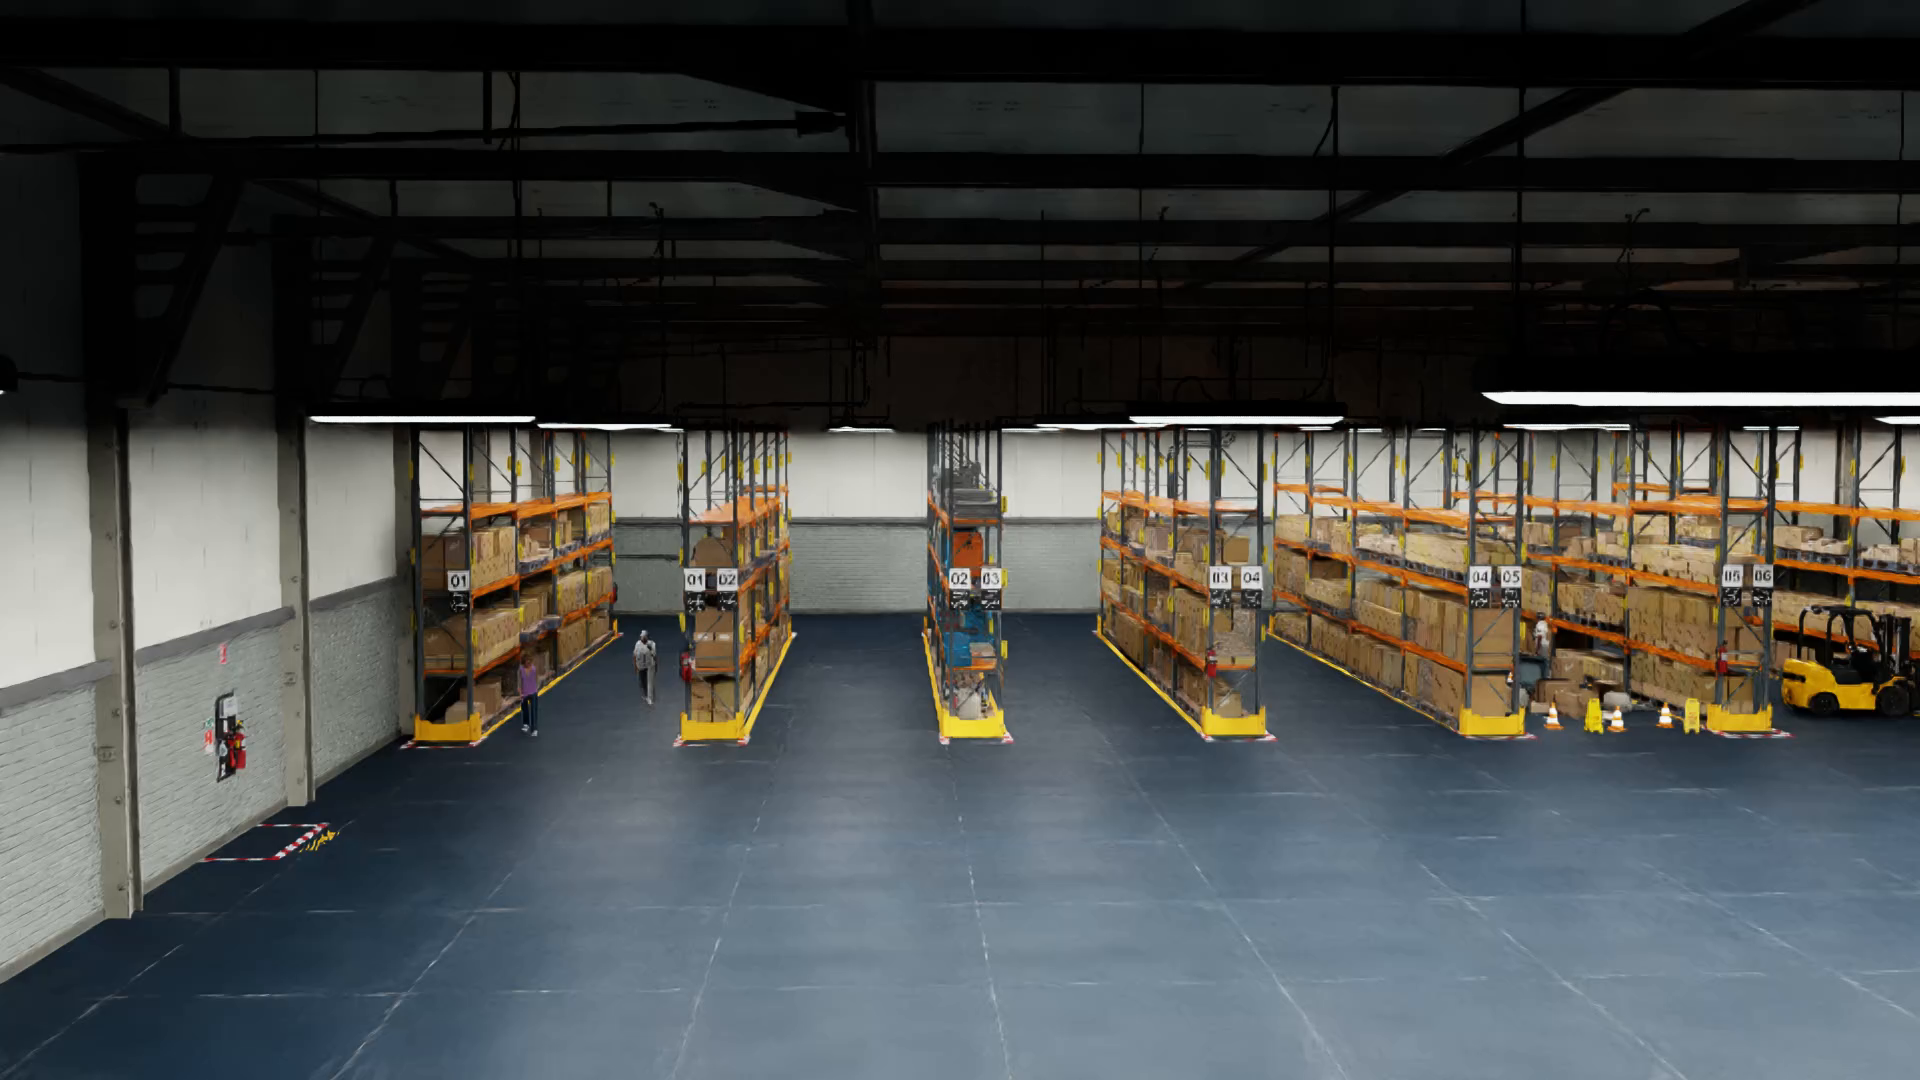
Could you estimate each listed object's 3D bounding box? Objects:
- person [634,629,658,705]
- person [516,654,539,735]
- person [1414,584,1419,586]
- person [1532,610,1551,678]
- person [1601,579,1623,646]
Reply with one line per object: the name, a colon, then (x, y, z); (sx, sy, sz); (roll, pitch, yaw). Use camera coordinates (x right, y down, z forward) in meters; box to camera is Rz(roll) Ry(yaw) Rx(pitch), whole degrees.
person: (-6.648, 2.668, 35.146); (0.497, 1.583, 1.090); (0, 4, 0)
person: (-8.213, 2.918, 31.606); (0.412, 1.533, 0.955); (-1, 4, -11)
person: (12.056, 2.023, 44.126); (0.591, 1.719, 0.669); (1, 4, 21)
person: (13.257, 2.442, 38.022); (0.558, 1.663, 0.572); (2, 4, 23)
person: (17.580, 1.946, 44.804); (0.550, 1.787, 0.628); (1, 4, 15)
